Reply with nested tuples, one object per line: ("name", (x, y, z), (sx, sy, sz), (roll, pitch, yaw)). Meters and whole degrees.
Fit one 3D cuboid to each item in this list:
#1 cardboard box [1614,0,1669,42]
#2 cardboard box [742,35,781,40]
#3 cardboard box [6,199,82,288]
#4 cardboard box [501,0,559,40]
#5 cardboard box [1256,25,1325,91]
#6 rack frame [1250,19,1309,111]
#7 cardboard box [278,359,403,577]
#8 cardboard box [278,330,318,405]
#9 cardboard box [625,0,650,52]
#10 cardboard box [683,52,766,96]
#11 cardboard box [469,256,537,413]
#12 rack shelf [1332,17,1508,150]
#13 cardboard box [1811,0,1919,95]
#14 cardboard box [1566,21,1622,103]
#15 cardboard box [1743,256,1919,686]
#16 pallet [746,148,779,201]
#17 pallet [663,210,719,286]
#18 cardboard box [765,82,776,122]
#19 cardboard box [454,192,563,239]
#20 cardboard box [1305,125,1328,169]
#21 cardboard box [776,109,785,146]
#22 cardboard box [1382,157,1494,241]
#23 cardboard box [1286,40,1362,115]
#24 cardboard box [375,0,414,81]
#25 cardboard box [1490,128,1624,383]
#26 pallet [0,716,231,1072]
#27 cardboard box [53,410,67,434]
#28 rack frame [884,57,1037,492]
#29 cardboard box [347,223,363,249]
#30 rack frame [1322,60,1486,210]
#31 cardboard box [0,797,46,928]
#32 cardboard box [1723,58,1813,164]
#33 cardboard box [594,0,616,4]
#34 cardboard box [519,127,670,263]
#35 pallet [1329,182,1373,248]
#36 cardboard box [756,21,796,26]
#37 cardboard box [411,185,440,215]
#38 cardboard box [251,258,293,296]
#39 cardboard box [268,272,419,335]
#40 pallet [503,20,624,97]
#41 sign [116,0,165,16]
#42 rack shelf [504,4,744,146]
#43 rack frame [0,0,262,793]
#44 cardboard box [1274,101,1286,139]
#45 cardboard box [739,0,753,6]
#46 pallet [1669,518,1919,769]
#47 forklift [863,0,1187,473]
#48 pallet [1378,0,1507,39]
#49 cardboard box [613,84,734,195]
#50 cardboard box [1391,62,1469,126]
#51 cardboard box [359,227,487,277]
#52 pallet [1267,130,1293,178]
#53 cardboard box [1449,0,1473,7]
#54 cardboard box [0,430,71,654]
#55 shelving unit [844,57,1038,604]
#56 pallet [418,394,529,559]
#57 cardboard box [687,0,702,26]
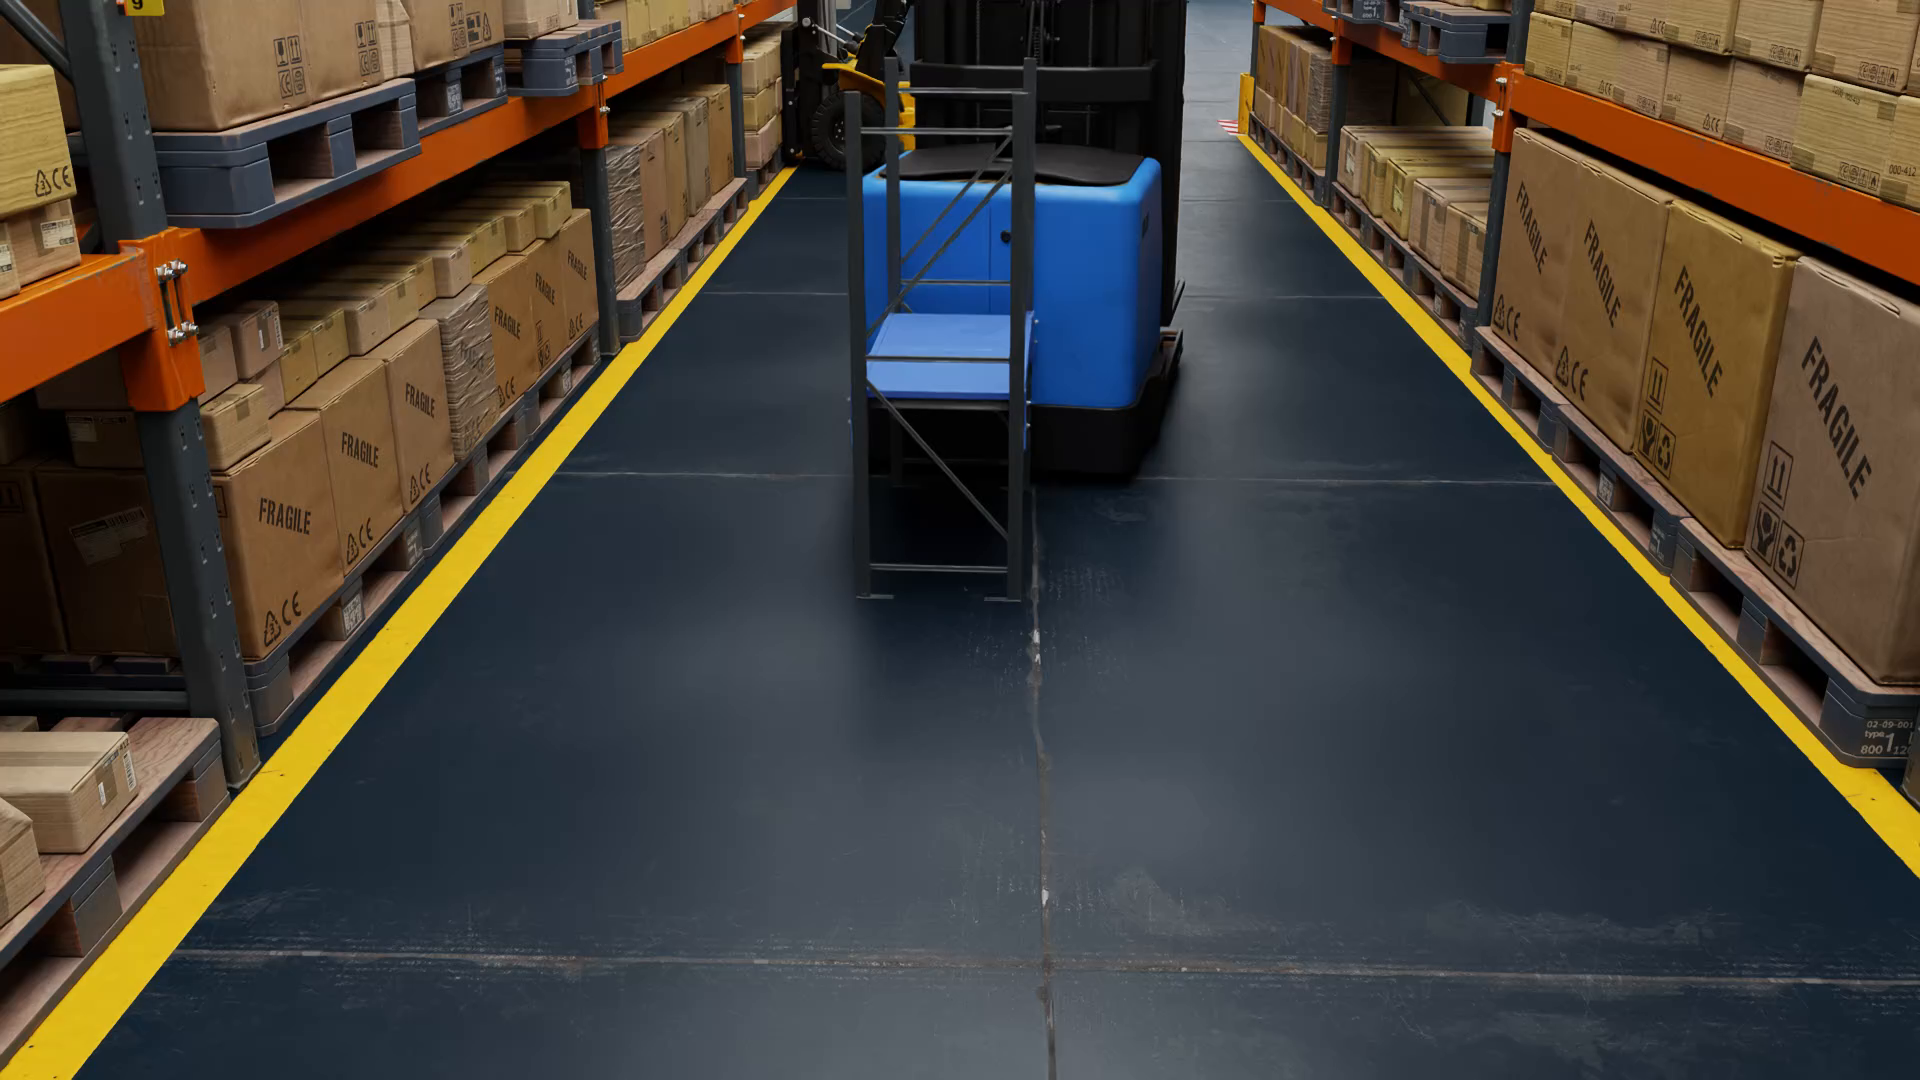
("cardboard box", (2.560, -1.831, 5.618), (0.500, 0.250, 0.500), (1, 21, 1))
("cardboard box", (-1.592, -3.821, 13.068), (0.500, 0.250, 0.500), (0, 21, 1))
("cardboard box", (-1.974, -0.587, 3.243), (0.380, 0.149, 0.250), (1, 21, 2))
("cardboard box", (-1.804, -2.009, 6.188), (0.500, 0.250, 0.500), (0, 21, -1))
("cardboard box", (2.809, -4.074, 14.066), (0.500, 0.500, 0.500), (0, 21, 0))
("rack frame", (3.110, -5.108, 14.546), (1.000, 3.000, 0.127), (1, 21, 2))
("cardboard box", (-1.971, -0.218, 4.819), (0.500, 0.500, 0.500), (0, 21, 1))
("cardboard box", (-2.012, -0.476, 4.587), (0.380, 0.149, 0.250), (0, 21, -1))
("cardboard box", (-1.817, -2.538, 8.131), (0.500, 0.250, 0.500), (0, 21, 0))
("cardboard box", (-1.645, -3.266, 11.639), (0.500, 0.250, 0.500), (0, 21, 1))
("cardboard box", (-1.932, -0.774, 6.251), (0.500, 0.500, 0.500), (2, 21, 4))
("rack shelf", (2.927, -2.603, 9.086), (1.077, 0.370, 4.000), (1, 21, 2))
("cardboard box", (2.523, -1.275, 4.185), (0.500, 0.250, 0.500), (1, 21, 3))
("cardboard box", (2.602, -1.785, 6.191), (0.500, 0.250, 0.500), (0, 21, 0))
("cardboard box", (2.684, -0.199, 4.253), (0.875, 0.875, 0.875), (1, 21, 3))
("pallet", (-1.907, -2.702, 12.201), (1.003, 0.211, 1.213), (1, 21, 2))
("pallet", (-1.991, -1.706, 9.633), (1.003, 0.211, 1.213), (1, 21, 2))
("cardboard box", (-1.637, -3.215, 12.199), (0.500, 0.250, 0.500), (1, 21, 1))
("cardboard box", (-1.834, -1.321, 6.765), (0.380, 0.149, 0.250), (0, 21, -1))
("cardboard box", (2.737, -2.792, 11.799), (0.500, 0.250, 0.500), (2, 21, 4))
("cardboard box", (-1.628, -3.170, 12.772), (0.500, 0.250, 0.500), (1, 21, 3))
("cardboard box", (2.937, -1.931, 9.412), (0.950, 0.372, 0.625), (1, 21, 3))
("cardboard box", (2.766, -3.510, 12.613), (0.500, 0.500, 0.500), (2, 21, 4))
("cardboard box", (-1.791, -1.454, 4.734), (0.396, 0.266, 0.258), (2, 21, 4))
("cardboard box", (2.762, -1.172, 6.759), (0.875, 0.875, 0.875), (0, 21, 1))
("pallet", (-2.239, 0.726, 3.366), (1.003, 0.211, 1.213), (1, 21, 2))
("cardboard box", (-2.491, -0.387, 4.357), (0.380, 0.149, 0.250), (1, 21, 2))
("rack frame", (0.002, -0.884, 5.733), (0.500, 1.500, 0.032), (1, 21, 3))
("cardboard box", (-2.486, -1.132, 6.279), (0.380, 0.149, 0.250), (0, 21, -1))
("rack frame", (2.988, -3.662, 10.819), (1.000, 3.000, 0.127), (1, 21, 2))
("cardboard box", (-1.951, 0.590, 3.060), (0.396, 0.266, 0.258), (1, 21, 4))
("cardboard box", (2.557, -1.230, 4.761), (0.500, 0.250, 0.500), (0, 21, 0))
("cardboard box", (-1.812, -2.589, 7.572), (0.500, 0.250, 0.500), (1, 21, 2))
("cardboard box", (-2.050, -1.819, 8.773), (0.875, 0.625, 0.625), (1, 21, 3))
("pallet", (2.966, -2.080, 10.598), (1.003, 0.211, 1.213), (1, 21, 2))
("cardboard box", (-1.554, -4.371, 14.486), (0.500, 0.250, 0.500), (1, 21, 3))
("cardboard box", (-2.422, -1.416, 7.011), (0.380, 0.149, 0.250), (2, 21, 4))
("cardboard box", (-2.459, -0.851, 5.554), (0.380, 0.149, 0.250), (0, 21, -1))
("cardboard box", (-1.963, -0.755, 5.306), (0.380, 0.149, 0.250), (1, 21, 4))
("pallet", (-2.046, -1.933, 6.630), (1.213, 0.211, 1.003), (1, 21, 2))
("sign", (-1.674, -1.223, 3.337), (0.100, 0.325, 0.005), (1, 21, 2))
("rack shelf", (-2.034, -2.656, 9.223), (1.077, 0.370, 4.000), (1, 21, 2))
("rack frame", (-2.217, -0.822, 3.502), (1.000, 3.000, 0.127), (1, 21, 2))
("cardboard box", (2.782, -3.351, 13.240), (0.500, 0.250, 0.500), (2, 21, 5))
("cardboard box", (-1.699, -3.919, 11.344), (0.500, 0.500, 0.500), (0, 21, 0))
("pallet", (2.693, 0.251, 4.590), (1.003, 0.211, 1.213), (1, 21, 2))
("forklift", (0.406, -2.104, 6.899), (1.130, 2.935, 3.031), (4, 22, 11))
("pallet", (2.886, -2.842, 8.972), (1.003, 0.211, 1.213), (1, 21, 2))
("cardboard box", (-1.978, -2.615, 10.823), (0.875, 0.625, 0.625), (2, 21, 4))
("cardboard box", (3.276, -3.135, 11.647), (0.500, 0.500, 0.500), (2, 21, 4))
("cardboard box", (-1.947, -1.041, 6.044), (0.380, 0.149, 0.250), (0, 21, 1))
("pallet", (3.007, -3.047, 13.090), (1.003, 0.211, 1.213), (1, 21, 2))
("cardboard box", (2.540, -2.604, 7.861), (0.380, 0.149, 0.250), (0, 21, 1))
("cardboard box", (-2.497, -0.034, 4.344), (0.500, 0.500, 0.500), (1, 21, 1))
("shelving unit", (-0.031, -0.700, 5.260), (0.538, 1.500, 1.048), (1, 21, 3))
("pallet", (-2.196, -0.259, 5.905), (1.003, 0.211, 1.213), (1, 21, 2))
("cardboard box", (-1.783, -3.099, 9.576), (0.500, 0.250, 0.500), (1, 21, 2))
